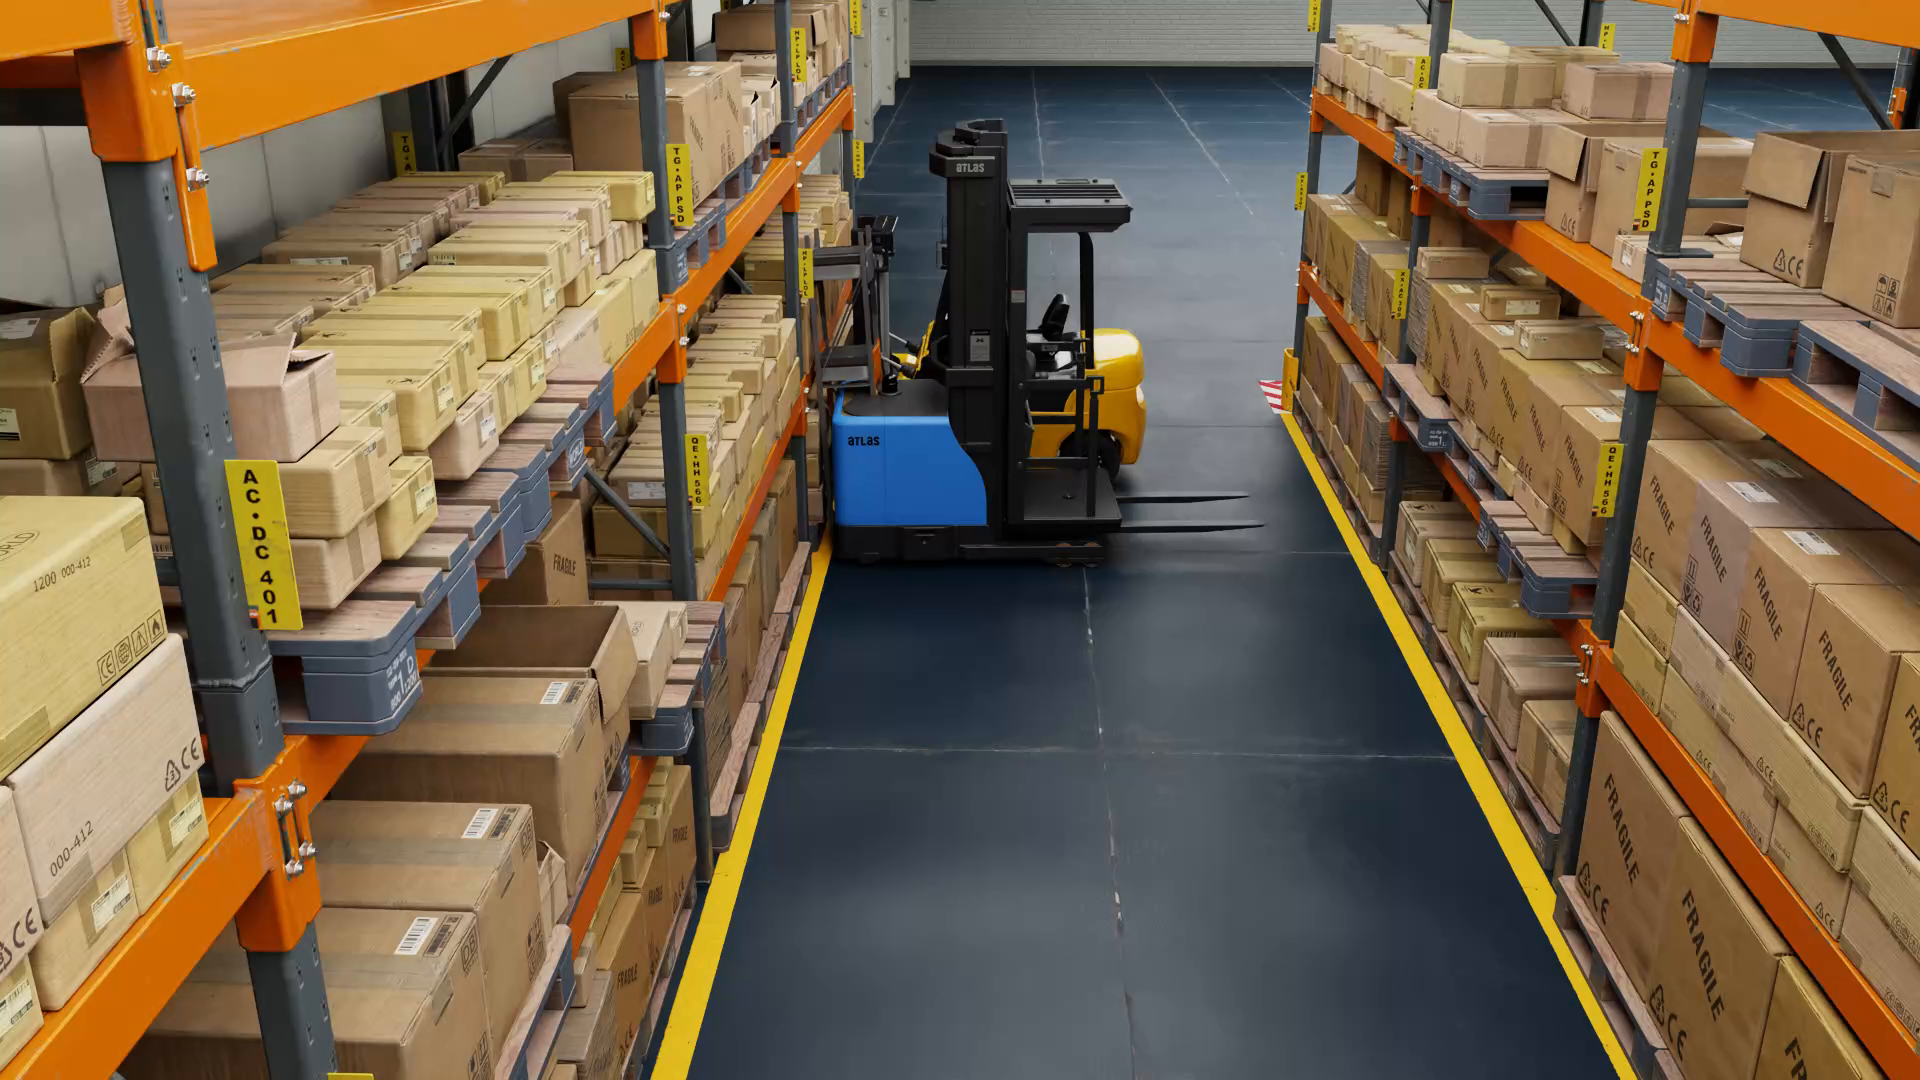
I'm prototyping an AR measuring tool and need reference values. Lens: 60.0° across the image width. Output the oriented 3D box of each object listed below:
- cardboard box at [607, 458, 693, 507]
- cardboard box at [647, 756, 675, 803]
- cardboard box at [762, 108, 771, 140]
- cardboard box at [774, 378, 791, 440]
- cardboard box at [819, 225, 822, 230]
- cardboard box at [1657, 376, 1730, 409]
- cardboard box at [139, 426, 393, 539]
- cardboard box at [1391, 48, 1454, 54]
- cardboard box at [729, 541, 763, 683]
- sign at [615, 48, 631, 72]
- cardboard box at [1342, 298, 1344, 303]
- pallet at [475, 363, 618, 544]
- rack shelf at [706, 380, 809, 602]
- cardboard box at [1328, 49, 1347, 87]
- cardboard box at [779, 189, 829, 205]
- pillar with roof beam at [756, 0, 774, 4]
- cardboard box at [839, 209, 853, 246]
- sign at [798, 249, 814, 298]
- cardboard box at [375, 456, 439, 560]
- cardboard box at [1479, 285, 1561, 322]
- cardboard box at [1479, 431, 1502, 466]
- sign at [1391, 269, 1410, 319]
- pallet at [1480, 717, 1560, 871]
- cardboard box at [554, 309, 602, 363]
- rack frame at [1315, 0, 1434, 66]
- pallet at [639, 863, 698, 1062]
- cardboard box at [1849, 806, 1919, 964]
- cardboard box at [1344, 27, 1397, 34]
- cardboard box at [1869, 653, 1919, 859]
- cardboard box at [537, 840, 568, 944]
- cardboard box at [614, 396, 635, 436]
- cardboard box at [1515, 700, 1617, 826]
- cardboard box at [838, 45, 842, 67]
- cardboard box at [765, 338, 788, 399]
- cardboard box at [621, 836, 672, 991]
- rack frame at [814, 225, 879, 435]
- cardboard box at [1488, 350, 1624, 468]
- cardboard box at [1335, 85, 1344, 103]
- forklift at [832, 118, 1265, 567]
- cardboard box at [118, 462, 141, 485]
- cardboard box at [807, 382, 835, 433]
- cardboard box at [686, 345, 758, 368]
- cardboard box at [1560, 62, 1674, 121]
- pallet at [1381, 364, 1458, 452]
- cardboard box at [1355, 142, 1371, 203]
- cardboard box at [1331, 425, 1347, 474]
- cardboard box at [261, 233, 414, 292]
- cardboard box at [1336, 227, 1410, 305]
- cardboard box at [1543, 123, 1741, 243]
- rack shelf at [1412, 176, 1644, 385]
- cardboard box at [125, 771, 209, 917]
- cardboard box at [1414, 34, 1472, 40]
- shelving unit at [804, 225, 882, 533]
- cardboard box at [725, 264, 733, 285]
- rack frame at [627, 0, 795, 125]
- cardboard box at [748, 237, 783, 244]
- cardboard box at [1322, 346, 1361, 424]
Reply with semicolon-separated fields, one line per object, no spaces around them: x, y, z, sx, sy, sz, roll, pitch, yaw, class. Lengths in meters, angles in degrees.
-1.372;-0.259;7.516;0.380;0.149;0.250;1;21;3;cardboard box
-1.438;1.050;7.154;0.380;0.149;0.250;0;21;-1;cardboard box
-1.284;-2.367;9.466;0.380;0.149;0.250;1;21;1;cardboard box
-1.318;-0.808;10.172;0.500;0.250;0.500;1;21;1;cardboard box
-1.275;-2.358;12.925;0.380;0.149;0.250;0;21;1;cardboard box
3.540;-0.475;7.976;0.500;0.500;0.500;2;21;4;cardboard box
-1.350;-0.118;3.256;0.380;0.149;0.250;1;21;3;cardboard box
3.215;-3.338;11.584;0.380;0.149;0.250;0;21;1;cardboard box
-1.611;0.408;9.534;0.875;0.625;0.625;0;21;-1;cardboard box
-2.109;-2.927;10.454;0.100;0.325;0.005;1;21;2;sign
3.253;-1.932;13.209;0.380;0.149;0.250;1;21;3;cardboard box
-1.679;-0.273;4.699;1.213;0.211;1.003;1;21;2;pallet
-1.615;-0.186;9.357;1.077;0.370;4.000;1;21;2;rack shelf
3.222;-3.744;13.181;0.500;0.250;0.500;0;21;1;cardboard box
-1.272;-2.773;13.583;0.380;0.149;0.250;1;21;2;cardboard box
2.131;-7.368;18.578;9.100;9.000;0.400;1;21;2;pillar with roof beam
-1.185;-2.557;14.333;0.500;0.500;0.500;0;21;0;cardboard box
-1.011;-1.745;10.889;0.100;0.325;0.005;1;21;2;sign
-1.348;-0.073;3.551;0.380;0.149;0.250;1;21;2;cardboard box
3.109;-1.315;9.244;0.380;0.149;0.250;2;21;5;cardboard box
3.028;-0.506;8.953;0.380;0.149;0.250;0;21;0;cardboard box
2.865;-1.598;10.804;0.100;0.325;0.005;1;21;2;sign
3.311;1.272;8.458;1.003;0.211;1.213;1;21;2;pallet
-1.478;-0.576;5.427;0.500;0.250;0.500;1;21;2;cardboard box
3.529;-5.435;13.595;1.000;3.000;0.127;1;21;2;rack frame
-1.736;1.771;7.173;1.003;0.211;1.213;1;21;2;pallet
2.952;1.008;4.801;0.500;0.250;0.500;1;21;3;cardboard box
3.322;-4.073;13.478;0.380;0.149;0.250;1;21;1;cardboard box
2.970;0.654;4.677;0.500;0.500;0.500;1;21;3;cardboard box
-1.372;1.017;4.867;0.396;0.266;0.258;2;21;4;cardboard box
-1.880;-0.639;8.495;0.380;0.149;0.250;1;21;1;cardboard box
3.313;1.080;8.151;0.950;0.372;0.625;-1;21;-2;cardboard box
-1.154;-3.912;13.446;0.380;0.149;0.250;0;21;0;cardboard box
-1.322;-1.041;10.082;0.500;0.250;0.500;0;21;0;cardboard box
-1.499;1.507;6.873;0.500;0.500;0.500;0;21;1;cardboard box
-0.766;-1.200;12.012;0.400;2.100;0.015;-3;16;4;rack frame
3.041;-0.663;8.462;0.500;0.500;0.500;-1;21;-2;cardboard box
3.234;-3.611;13.390;0.380;0.149;0.250;1;21;3;cardboard box
0.625;-1.371;11.511;3.031;2.935;1.130;0;21;-1;forklift
-1.919;-0.217;3.513;0.380;0.149;0.250;1;21;2;cardboard box
-1.200;-0.981;12.249;0.500;0.250;0.500;1;21;2;cardboard box
-1.352;-1.005;9.439;0.380;0.149;0.250;1;21;2;cardboard box
3.508;-2.369;8.776;0.500;0.250;0.500;1;21;3;cardboard box
3.239;-0.827;10.279;1.003;0.211;1.213;1;21;2;pallet
3.732;-3.102;13.945;0.700;0.500;0.500;0;21;0;cardboard box
3.183;-0.698;12.903;0.500;0.250;0.500;1;21;2;cardboard box
-1.942;-0.863;5.204;0.380;0.149;0.250;1;21;1;cardboard box
3.203;-2.099;12.743;0.500;0.500;0.500;0;21;1;cardboard box
3.304;-1.744;8.086;0.797;0.503;0.637;1;21;2;cardboard box
3.347;-1.531;8.677;1.077;0.370;4.000;1;21;2;rack shelf
-1.513;0.500;2.795;0.380;0.149;0.250;0;21;1;cardboard box
3.704;-3.800;12.775;0.380;0.149;0.250;1;21;2;cardboard box
-0.778;-1.134;11.778;0.431;2.100;0.503;-3;16;4;shelving unit
-1.812;-1.899;11.742;0.380;0.149;0.250;1;21;3;cardboard box
-1.554;-4.042;10.005;1.000;3.000;0.127;1;21;2;rack frame
-1.331;-2.032;11.674;0.380;0.149;0.250;0;21;1;cardboard box
3.193;-1.234;13.245;0.500;0.500;0.500;1;21;3;cardboard box
